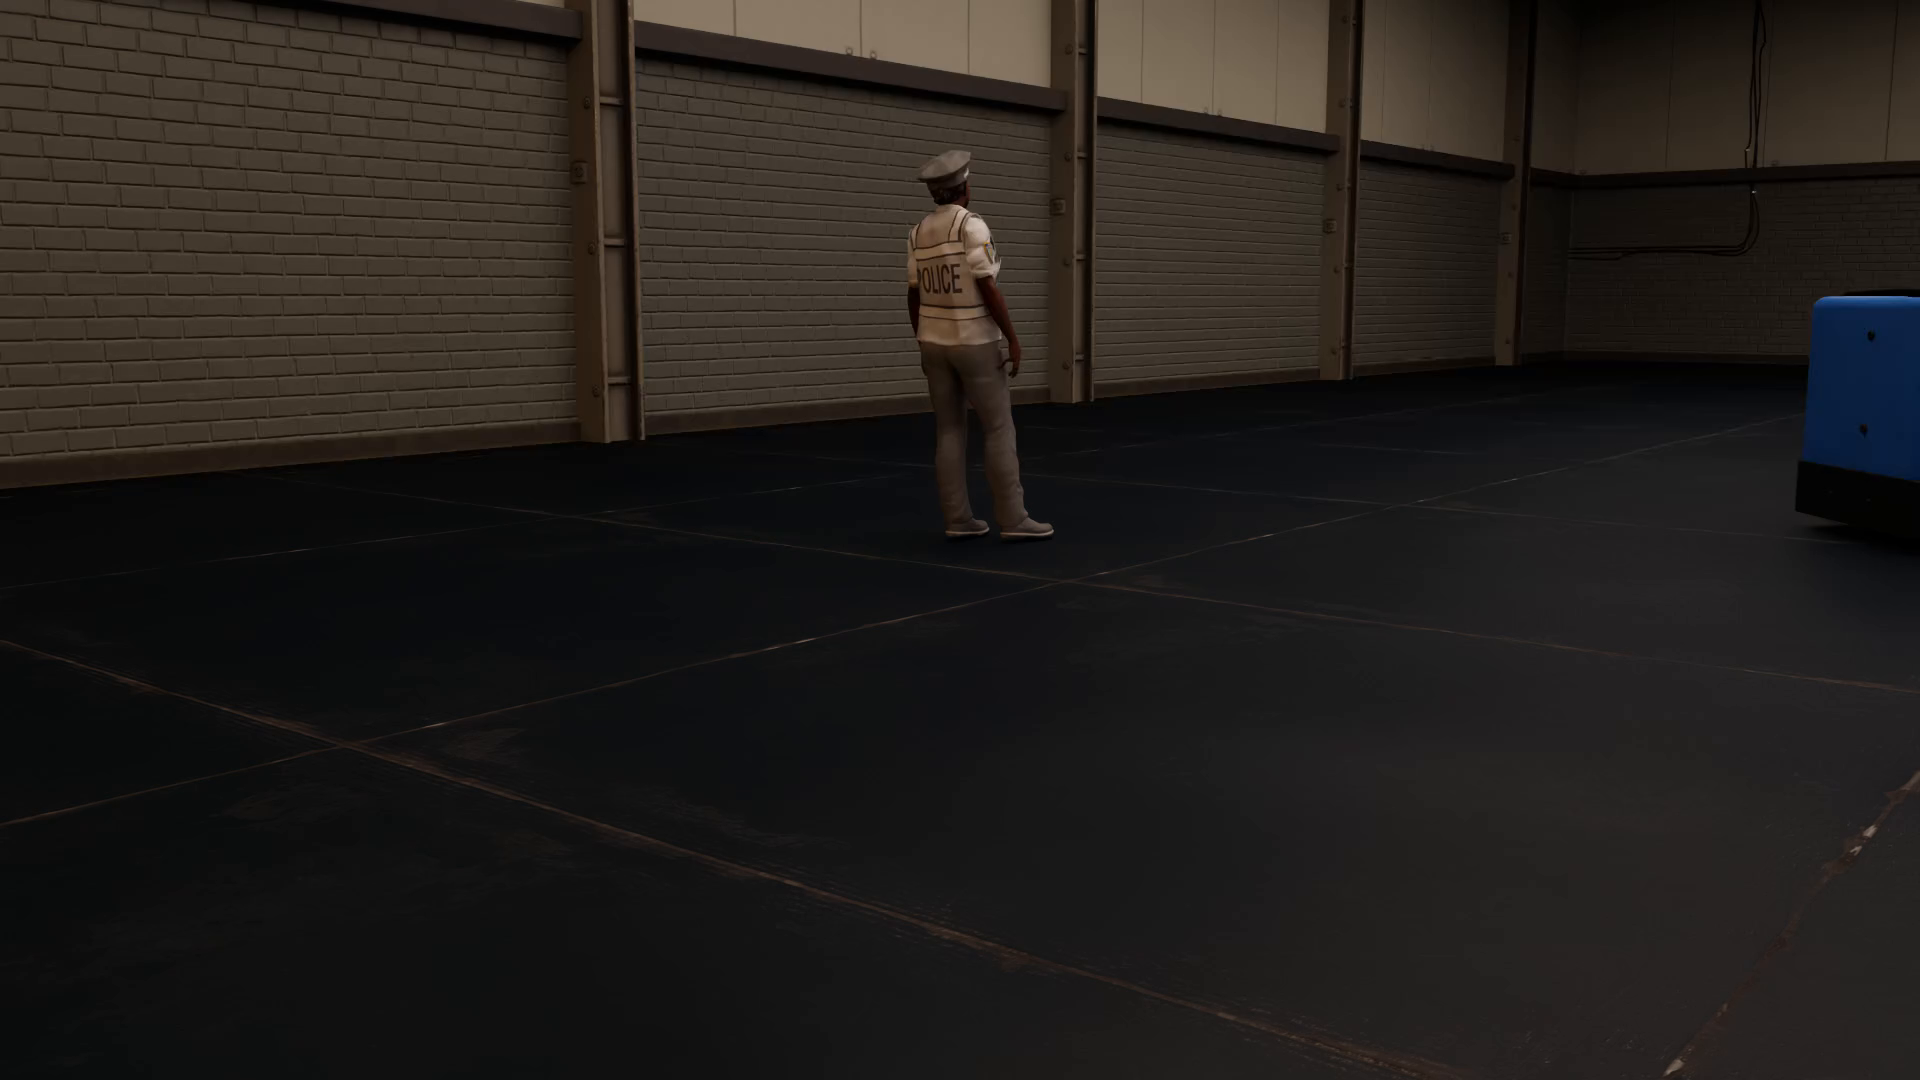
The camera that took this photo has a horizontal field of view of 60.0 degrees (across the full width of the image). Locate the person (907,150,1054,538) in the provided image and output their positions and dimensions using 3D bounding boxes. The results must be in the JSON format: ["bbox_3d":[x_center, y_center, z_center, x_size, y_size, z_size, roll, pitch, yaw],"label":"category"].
[{"bbox_3d":[0.063,-0.852,7.326,0.569,1.695,0.530,7,11,38],"label":"person"}]

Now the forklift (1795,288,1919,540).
[{"bbox_3d":[5.462,-1.458,7.243,3.031,2.935,1.130,0,8,-2],"label":"forklift"}]
